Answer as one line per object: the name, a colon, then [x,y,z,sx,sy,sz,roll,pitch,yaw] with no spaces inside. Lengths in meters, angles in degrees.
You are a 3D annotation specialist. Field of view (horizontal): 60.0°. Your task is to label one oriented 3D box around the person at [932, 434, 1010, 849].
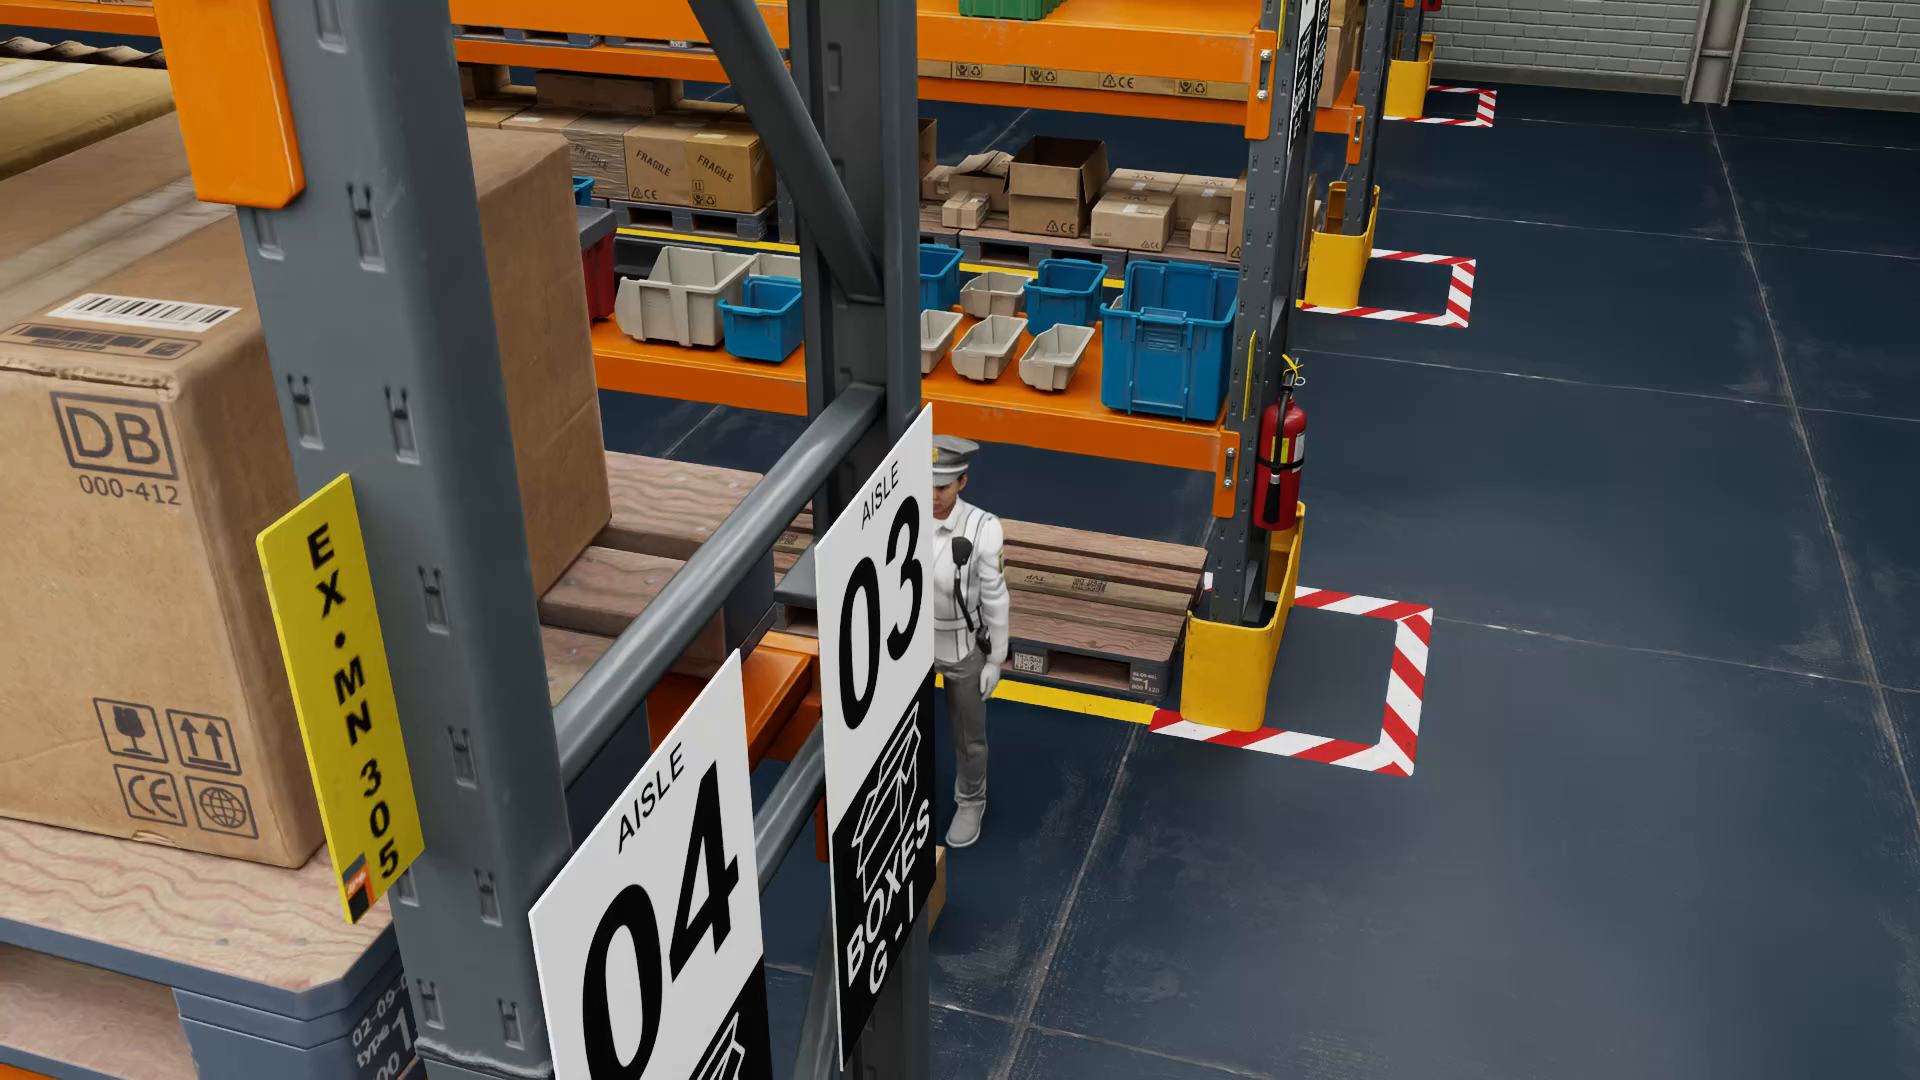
person: [-0.080,0.413,5.877,0.479,1.685,0.519,9,31,15]
